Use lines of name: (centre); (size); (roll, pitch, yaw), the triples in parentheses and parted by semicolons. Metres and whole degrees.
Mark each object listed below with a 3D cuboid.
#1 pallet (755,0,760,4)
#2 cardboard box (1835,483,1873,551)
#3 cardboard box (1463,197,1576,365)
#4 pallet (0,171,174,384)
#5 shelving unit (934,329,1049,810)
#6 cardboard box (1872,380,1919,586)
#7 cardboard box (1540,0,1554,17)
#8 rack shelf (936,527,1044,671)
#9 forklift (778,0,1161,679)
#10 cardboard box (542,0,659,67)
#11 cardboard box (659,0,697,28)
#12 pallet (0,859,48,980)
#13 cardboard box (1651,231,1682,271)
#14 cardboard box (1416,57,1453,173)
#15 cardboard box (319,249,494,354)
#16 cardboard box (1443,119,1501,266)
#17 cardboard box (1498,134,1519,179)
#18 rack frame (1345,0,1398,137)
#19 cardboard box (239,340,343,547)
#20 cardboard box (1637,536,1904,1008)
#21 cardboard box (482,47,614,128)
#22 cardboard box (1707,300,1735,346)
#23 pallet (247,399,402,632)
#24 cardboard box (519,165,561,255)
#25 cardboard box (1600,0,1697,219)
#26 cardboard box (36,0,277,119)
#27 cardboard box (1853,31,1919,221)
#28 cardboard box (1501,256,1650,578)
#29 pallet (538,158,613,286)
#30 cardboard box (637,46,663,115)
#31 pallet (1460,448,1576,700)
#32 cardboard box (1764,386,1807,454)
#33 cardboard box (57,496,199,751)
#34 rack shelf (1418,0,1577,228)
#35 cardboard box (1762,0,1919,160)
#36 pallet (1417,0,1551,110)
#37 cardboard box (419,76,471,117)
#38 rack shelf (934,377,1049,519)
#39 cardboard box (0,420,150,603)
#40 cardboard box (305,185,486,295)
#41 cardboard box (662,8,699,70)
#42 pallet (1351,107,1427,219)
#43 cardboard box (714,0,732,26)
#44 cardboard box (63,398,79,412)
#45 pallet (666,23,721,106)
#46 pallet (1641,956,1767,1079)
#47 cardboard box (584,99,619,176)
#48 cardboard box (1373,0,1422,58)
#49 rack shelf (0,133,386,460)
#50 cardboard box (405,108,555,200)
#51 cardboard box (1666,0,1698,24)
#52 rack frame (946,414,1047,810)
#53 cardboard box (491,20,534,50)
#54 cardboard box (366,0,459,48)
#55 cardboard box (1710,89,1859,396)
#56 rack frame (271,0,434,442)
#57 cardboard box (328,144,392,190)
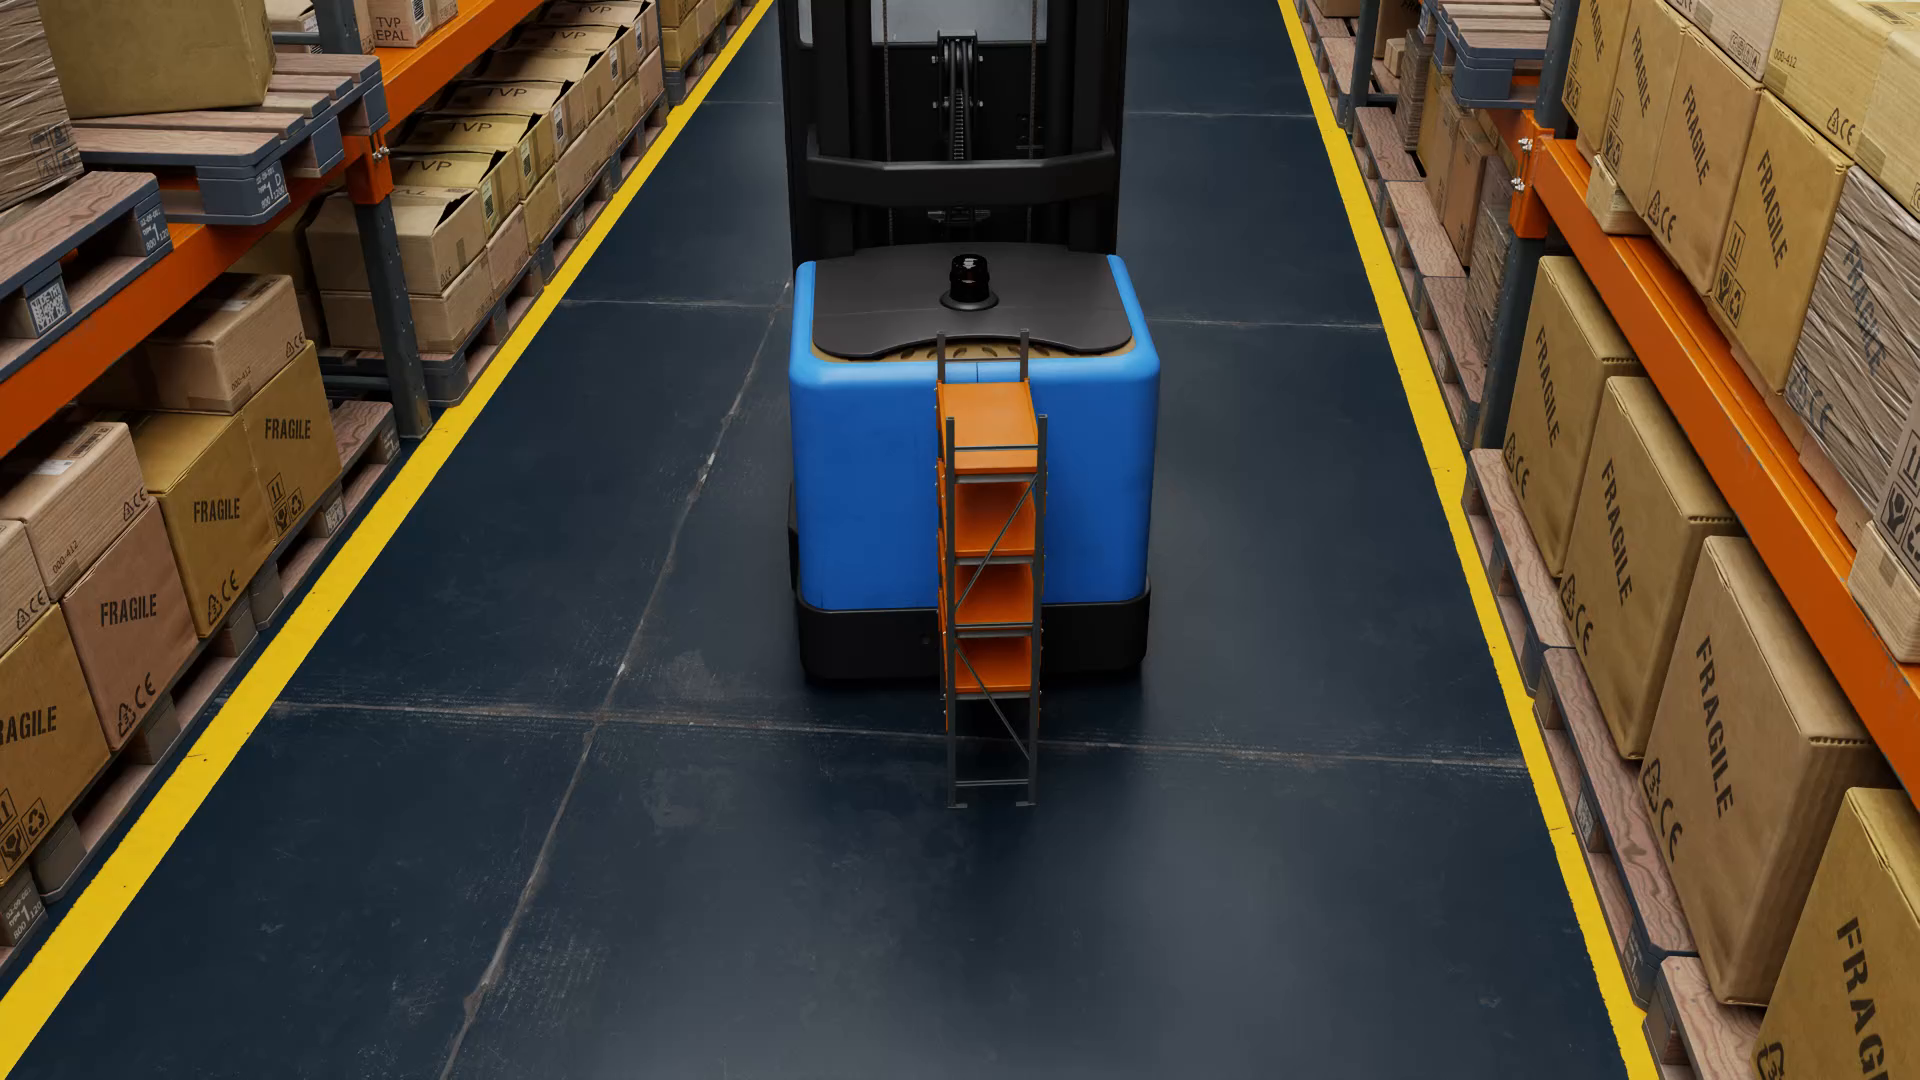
pallet: (-1.919, -4.301, 12.528); (1.003, 0.211, 1.213); (2, 32, 4)
cardboard box: (1.919, -0.028, 3.157); (0.380, 0.149, 0.250); (2, 32, 4)
cardboard box: (2.394, -0.999, 6.475); (0.700, 0.500, 0.500); (3, 32, 5)
pallet: (-2.704, -0.608, 4.060); (1.003, 0.211, 1.213); (2, 32, 4)
shelving unit: (0.073, 0.092, 4.457); (0.258, 1.200, 0.503); (-2, 32, -3)
cardboard box: (1.880, -0.102, 2.659); (0.500, 0.500, 0.500); (3, 32, 4)
cardboard box: (2.416, -1.973, 5.578); (0.700, 0.500, 0.500); (-1, 32, -2)
rack shelf: (0.073, 0.149, 4.492); (0.258, 0.148, 0.480); (-2, 32, -3)
forklift: (-0.034, -1.577, 5.516); (1.130, 2.935, 3.031); (-2, 32, -3)
cardboard box: (-1.972, -2.821, 9.155); (0.500, 0.311, 0.500); (2, 32, 4)
cardboard box: (-1.875, -3.355, 9.841); (0.500, 0.500, 0.500); (2, 32, 4)
pallet: (-2.847, 1.145, 3.691); (1.003, 0.211, 1.213); (2, 32, 4)
cardboard box: (2.097, -0.833, 4.463); (0.380, 0.149, 0.250); (2, 32, 3)
cardboard box: (2.678, -2.054, 8.187); (0.700, 0.500, 0.500); (2, 32, 3)
cardboard box: (-2.215, -0.976, 6.696); (0.500, 0.250, 0.500); (2, 32, 4)
cardboard box: (2.564, -1.524, 7.328); (0.700, 0.500, 0.500); (2, 32, 4)
cardboard box: (2.503, -1.614, 6.758); (0.500, 0.250, 0.500); (3, 32, 5)
rack frame: (2.713, -3.589, 8.714); (1.000, 3.000, 0.127); (2, 32, 4)
cardboard box: (-2.392, -0.331, 5.391); (0.500, 0.500, 0.500); (4, 32, 6)
cardboard box: (2.054, 0.521, 3.695); (0.750, 0.750, 0.750); (3, 32, 5)
cardboard box: (-2.051, -2.288, 8.290); (0.500, 0.311, 0.500); (2, 32, 4)
cardboard box: (2.053, -0.562, 4.024); (0.380, 0.149, 0.250); (3, 32, 5)
pallet: (-2.649, -0.131, 5.761); (1.003, 0.211, 1.213); (2, 32, 4)
cardboard box: (-2.138, -1.511, 7.564); (0.500, 0.250, 0.500); (2, 32, 3)
cardboard box: (2.041, -1.158, 4.372); (0.500, 0.500, 0.500); (3, 32, 6)
cardboard box: (-2.489, -1.594, 4.982); (0.700, 0.500, 0.500); (-8, 33, -13)
cardboard box: (1.938, -0.691, 2.900); (0.500, 0.250, 0.500); (3, 32, 5)
cardboard box: (2.197, -0.382, 5.159); (0.750, 0.750, 0.750); (2, 32, 3)
pallet: (-2.342, -1.585, 8.120); (1.003, 0.211, 1.213); (2, 32, 4)
cardboard box: (-1.969, -2.577, 9.294); (0.500, 0.250, 0.500); (2, 32, 4)
pallet: (2.248, 0.099, 5.388); (1.003, 0.211, 1.213); (2, 32, 4)
cardboard box: (1.987, -0.297, 3.593); (0.380, 0.149, 0.250); (3, 32, 6)
cardboard box: (-2.471, 0.215, 4.506); (0.500, 0.500, 0.500); (1, 32, 2)
rack shelf: (2.550, -2.237, 7.206); (1.077, 0.370, 4.000); (2, 32, 4)
cardboard box: (1.978, -0.958, 3.332); (0.500, 0.250, 0.500); (2, 32, 3)
pallet: (2.339, -1.793, 5.982); (1.213, 0.211, 1.003); (2, 32, 4)
cardboard box: (-2.630, -2.036, 7.880); (0.500, 0.311, 0.500); (3, 32, 5)
rack shelf: (0.073, -0.242, 4.251); (0.258, 0.148, 0.480); (-2, 32, -3)
cardboard box: (-2.472, -0.085, 4.278); (0.500, 0.250, 0.500); (2, 32, 3)
cardboard box: (-2.215, -1.215, 6.548); (0.500, 0.311, 0.500); (3, 32, 6)
cardboard box: (-1.885, -3.036, 10.038); (0.500, 0.250, 0.500); (2, 32, 4)
pallet: (2.651, -1.994, 8.785); (1.003, 0.211, 1.213); (2, 32, 4)
cardboard box: (-1.793, -3.558, 10.886); (0.500, 0.250, 0.500); (2, 32, 4)
cardboard box: (-2.909, -0.330, 5.390); (0.500, 0.500, 0.500); (1, 32, 2)
pallet: (-2.118, -3.025, 10.458); (1.003, 0.211, 1.213); (2, 32, 4)
pallet: (2.049, 1.375, 3.318); (1.003, 0.211, 1.213); (2, 32, 4)
cardboard box: (-2.054, -2.045, 8.430); (0.500, 0.250, 0.500); (3, 32, 5)
cardboard box: (2.758, -3.256, 10.138); (0.500, 0.500, 0.500); (0, 32, 0)
rack shelf: (-2.713, -0.355, 4.152); (1.077, 0.370, 4.000); (2, 32, 4)
cardboard box: (-2.137, -1.757, 7.427); (0.500, 0.311, 0.500); (2, 32, 3)
cardboard box: (2.050, -1.487, 4.190); (0.500, 0.250, 0.500); (2, 32, 3)
rack frame: (0.087, 0.220, 4.249); (0.240, 1.200, 0.015); (-2, 32, -3)
cardboard box: (-2.552, -2.578, 8.761); (0.500, 0.311, 0.500); (2, 32, 3)
cardboard box: (-2.284, -2.128, 6.429); (0.500, 0.311, 0.500); (2, 32, 3)
cardboard box: (1.965, -0.626, 3.509); (0.500, 0.500, 0.500); (3, 32, 5)
rack frame: (-2.550, -1.707, 5.660); (1.000, 3.000, 0.127); (2, 32, 4)
cardboard box: (-2.717, -1.510, 7.027); (0.500, 0.311, 0.500); (2, 32, 3)
